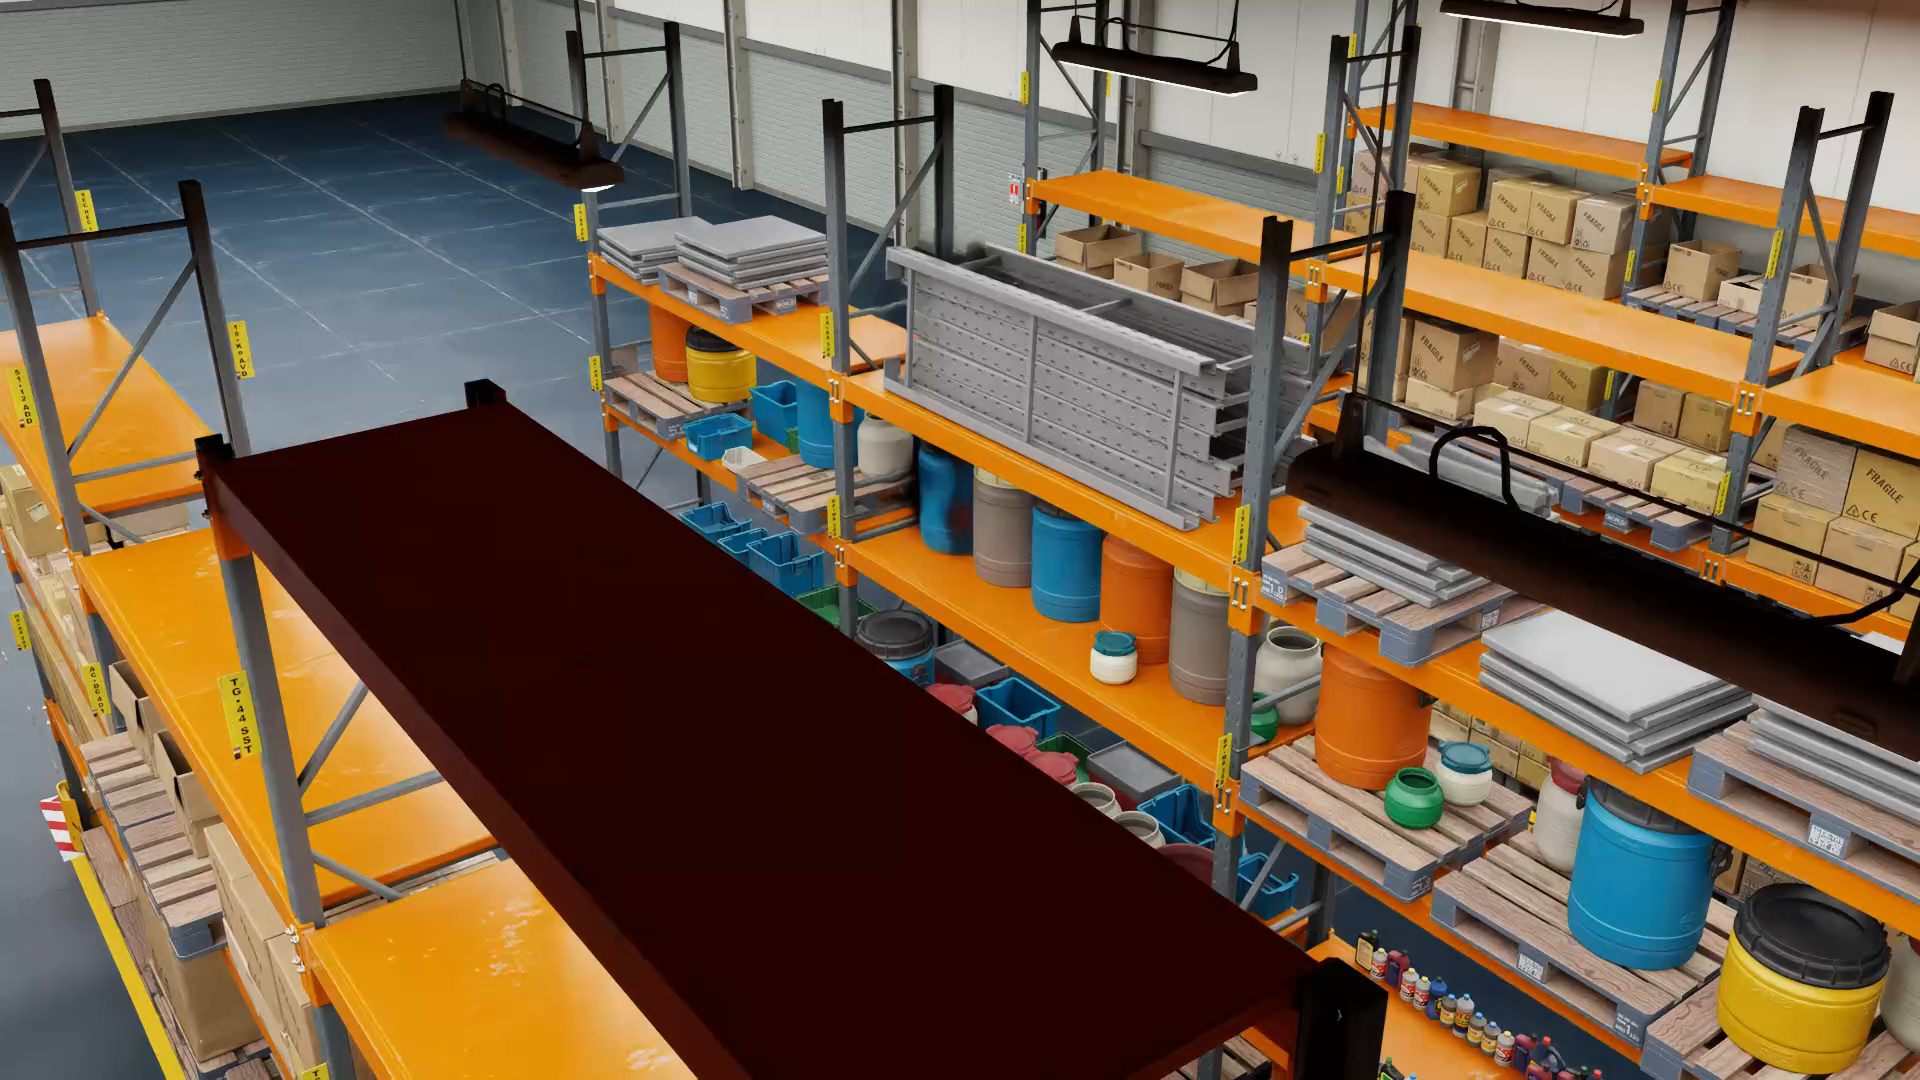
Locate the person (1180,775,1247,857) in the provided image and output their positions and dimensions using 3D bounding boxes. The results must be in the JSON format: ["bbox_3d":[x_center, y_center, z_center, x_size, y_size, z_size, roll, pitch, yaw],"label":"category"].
[{"bbox_3d":[1.908,1.886,12.935,0.679,1.712,0.732,-7,26,-16],"label":"person"}]
